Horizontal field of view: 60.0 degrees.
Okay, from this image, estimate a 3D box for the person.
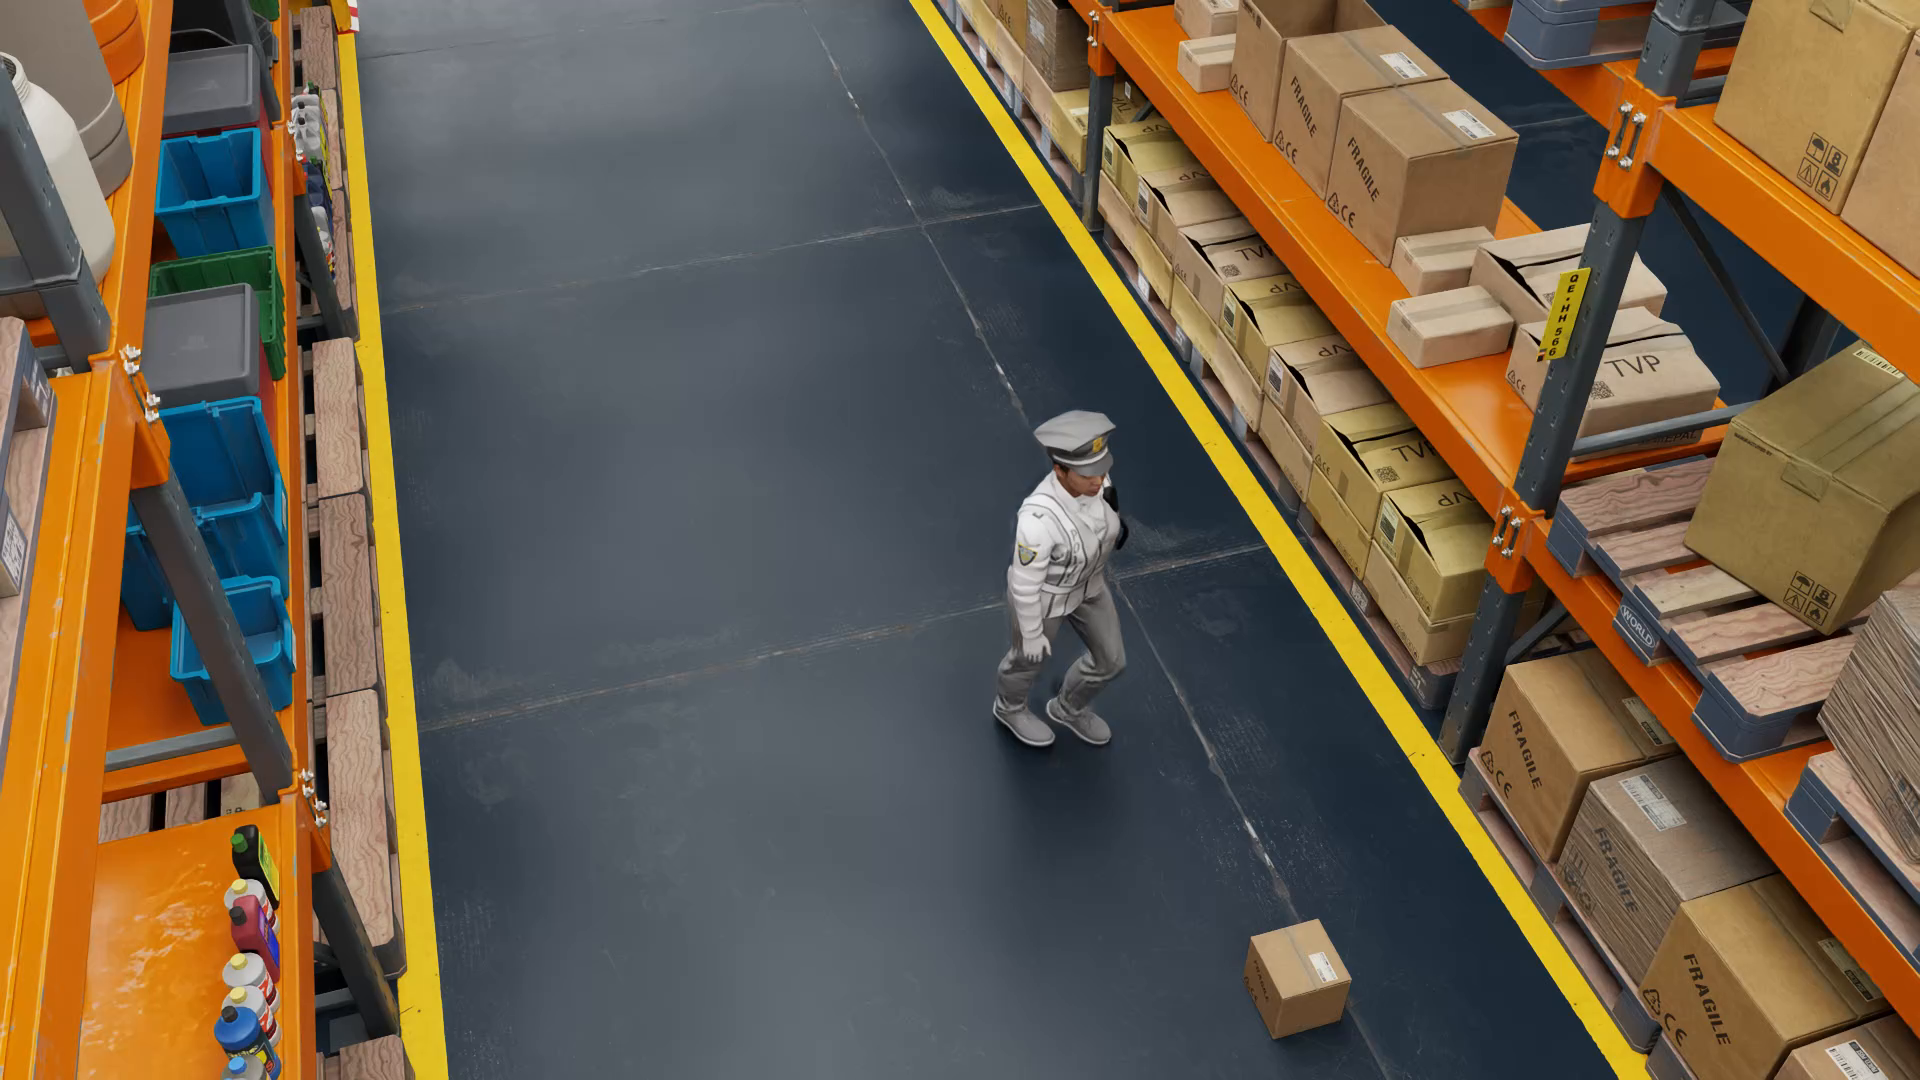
[{"bbox_3d":[0.326,0.189,5.933,0.507,1.682,0.512,32,51,30],"label":"person"}]
